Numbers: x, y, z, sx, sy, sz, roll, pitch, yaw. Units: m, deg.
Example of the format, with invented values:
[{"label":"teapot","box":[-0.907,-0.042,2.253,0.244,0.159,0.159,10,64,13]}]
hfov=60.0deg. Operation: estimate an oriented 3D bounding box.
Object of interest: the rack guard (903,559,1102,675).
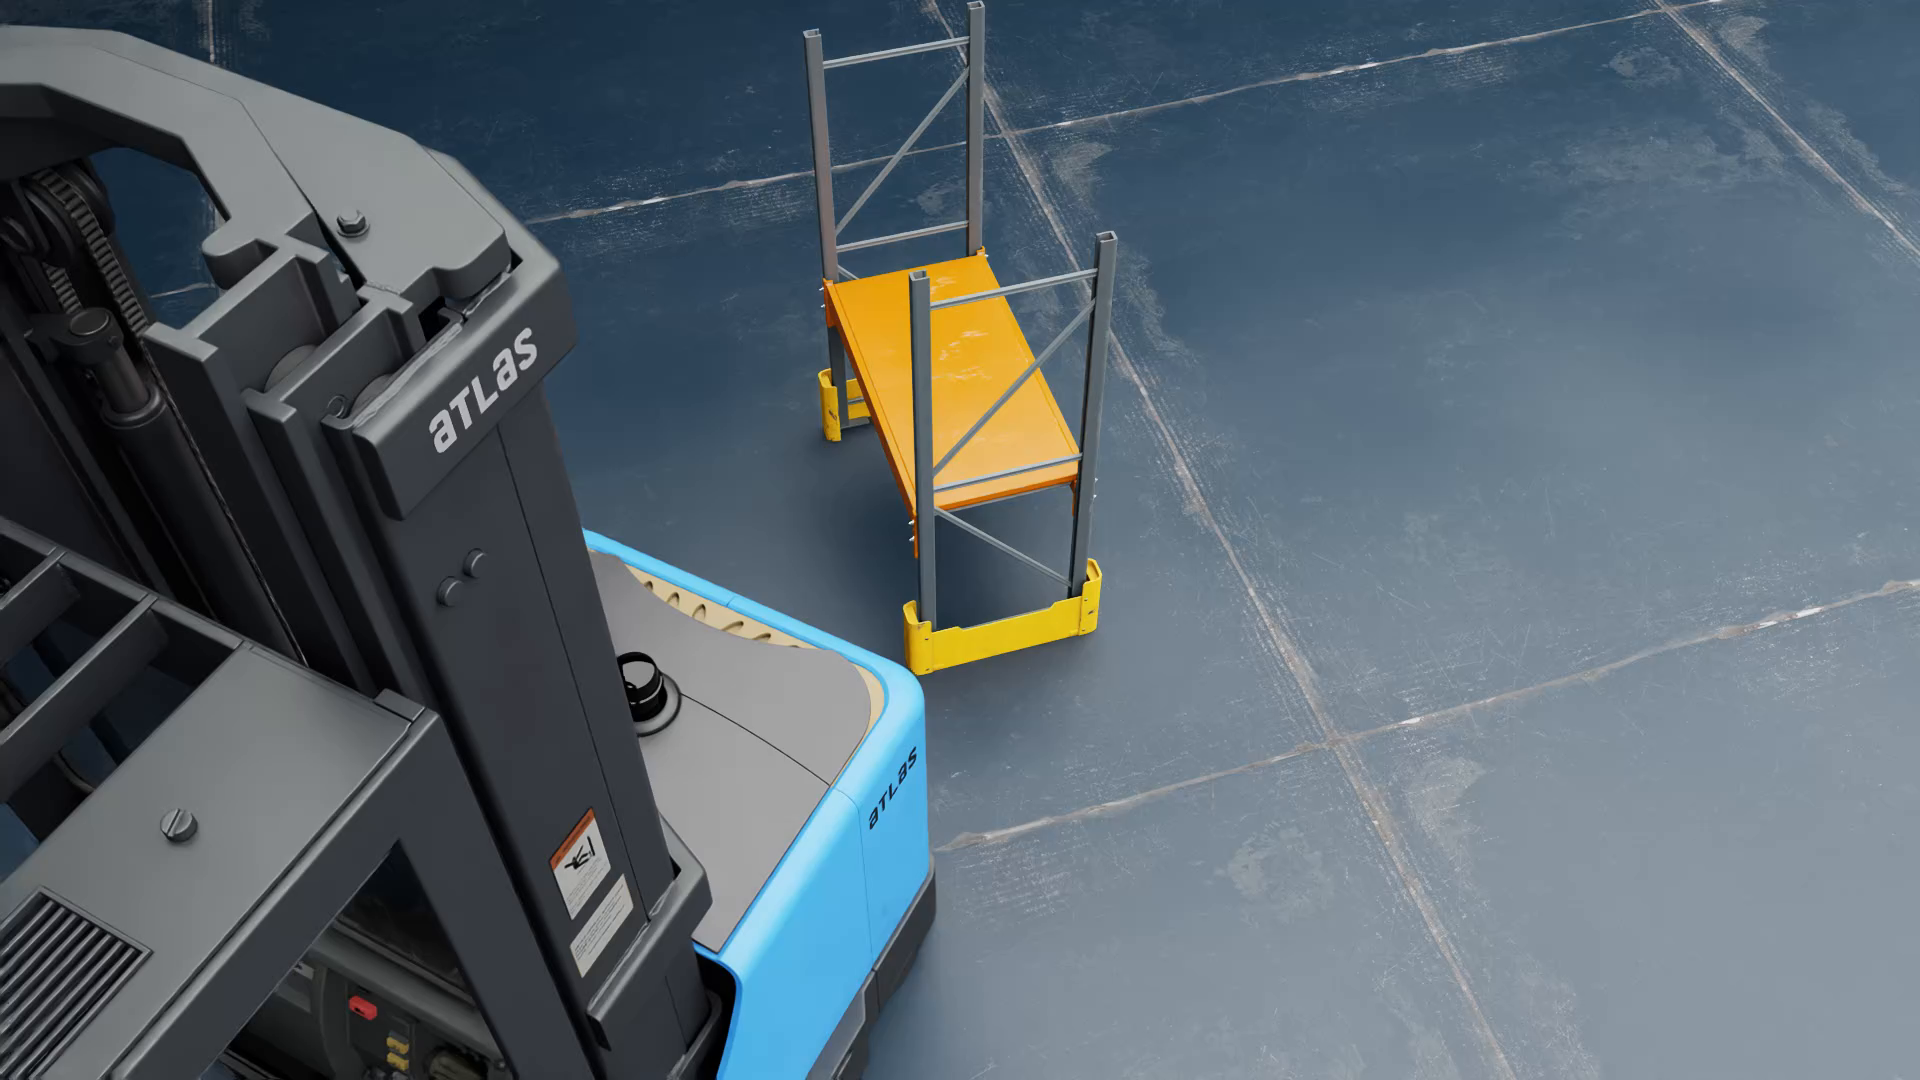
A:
[{"label":"rack guard","box":[0.125,0.227,4.895,0.587,0.250,0.087,-13,51,-11]}]

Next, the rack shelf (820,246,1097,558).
[{"label":"rack shelf","box":[-0.025,-0.430,4.867,0.538,0.185,1.000,-13,51,-11]}]

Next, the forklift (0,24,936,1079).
[{"label":"forklift","box":[-1.195,0.868,2.601,1.130,2.935,3.031,22,53,17]}]

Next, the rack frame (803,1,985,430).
[{"label":"rack frame","box":[-0.176,-0.917,5.042,0.500,1.500,0.032,-13,51,-11]}]

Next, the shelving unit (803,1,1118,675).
[{"label":"shelving unit","box":[-0.023,-0.539,4.724,0.587,1.500,1.083,-13,51,-11]}]

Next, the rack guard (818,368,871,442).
[{"label":"rack guard","box":[-0.170,-0.500,5.508,0.587,0.250,0.087,-13,51,-11]}]

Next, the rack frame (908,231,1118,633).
[{"label":"rack frame","box":[0.125,-0.174,4.416,0.500,1.500,0.032,-13,51,-11]}]
